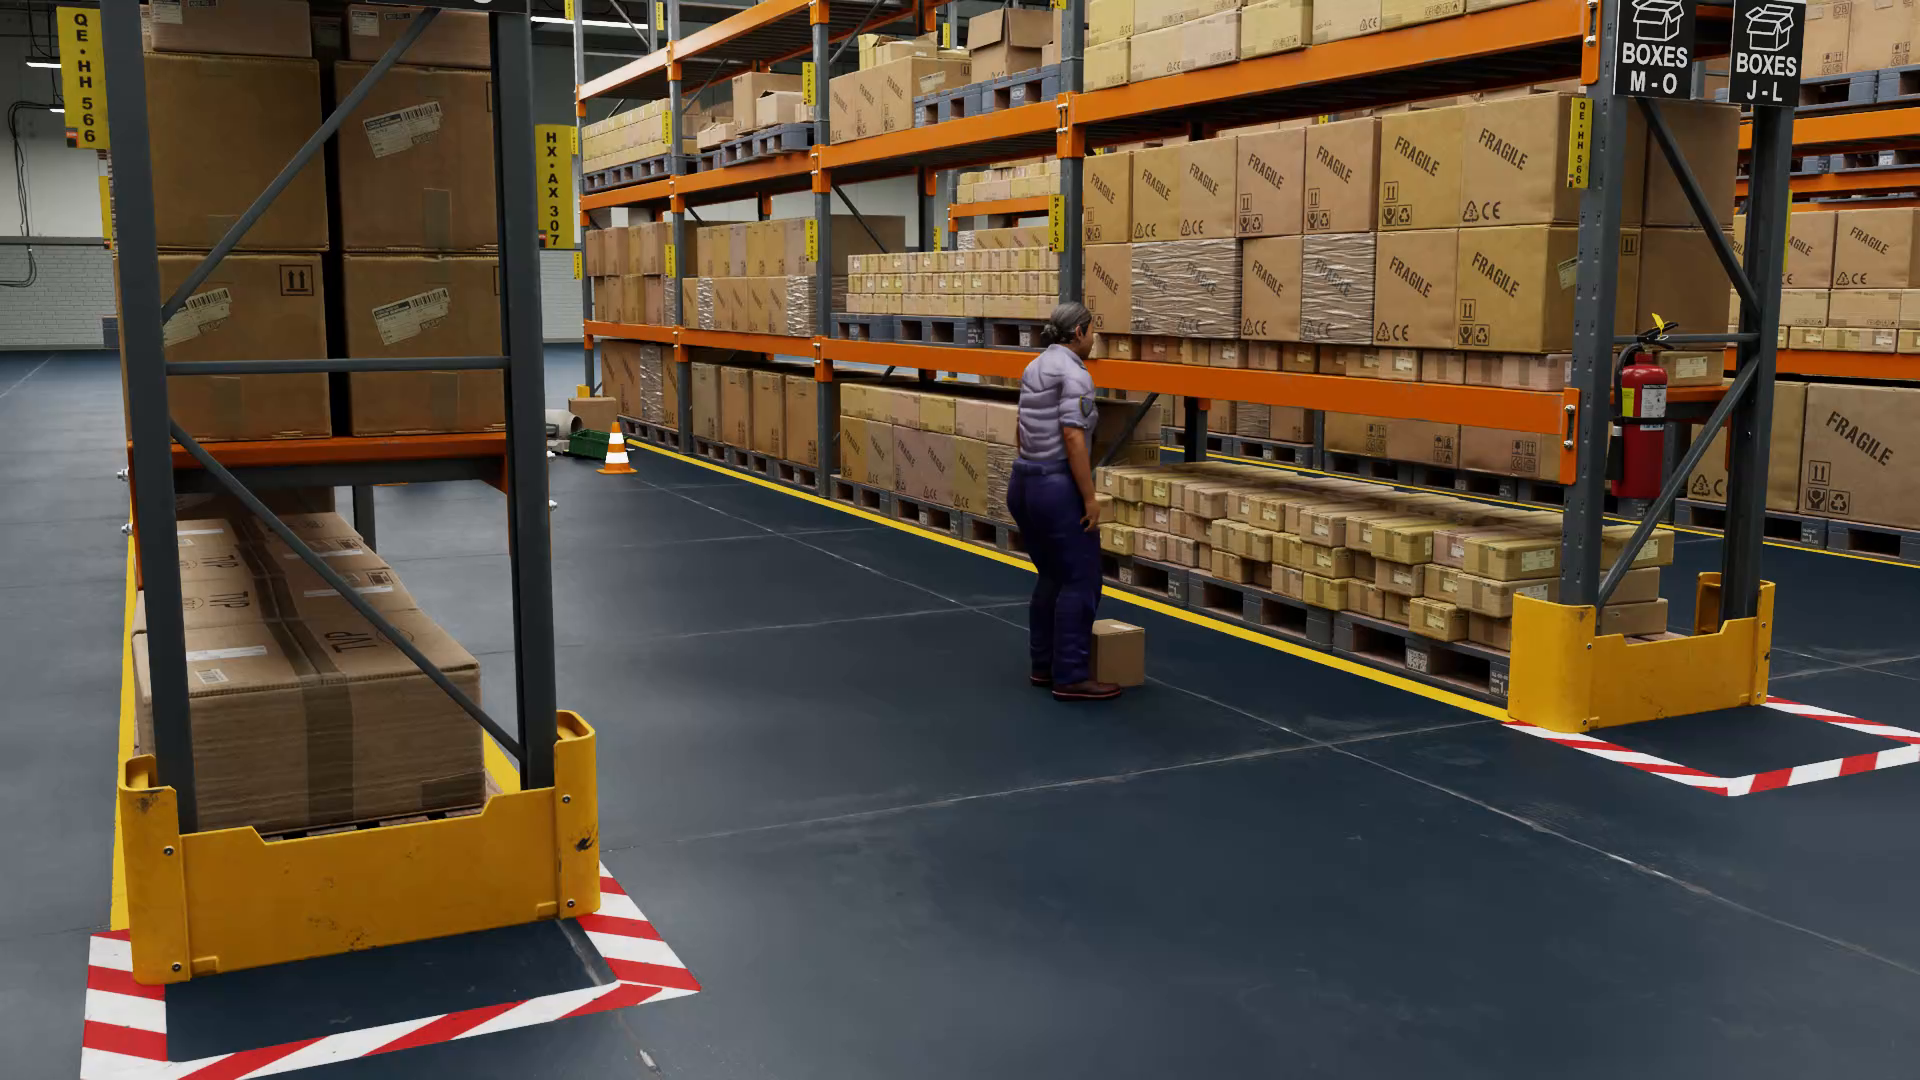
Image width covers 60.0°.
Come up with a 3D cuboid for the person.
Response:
[{"bbox_3d":[0.438,-0.177,7.040,0.417,1.651,0.537,-4,10,-26],"label":"person"}]
